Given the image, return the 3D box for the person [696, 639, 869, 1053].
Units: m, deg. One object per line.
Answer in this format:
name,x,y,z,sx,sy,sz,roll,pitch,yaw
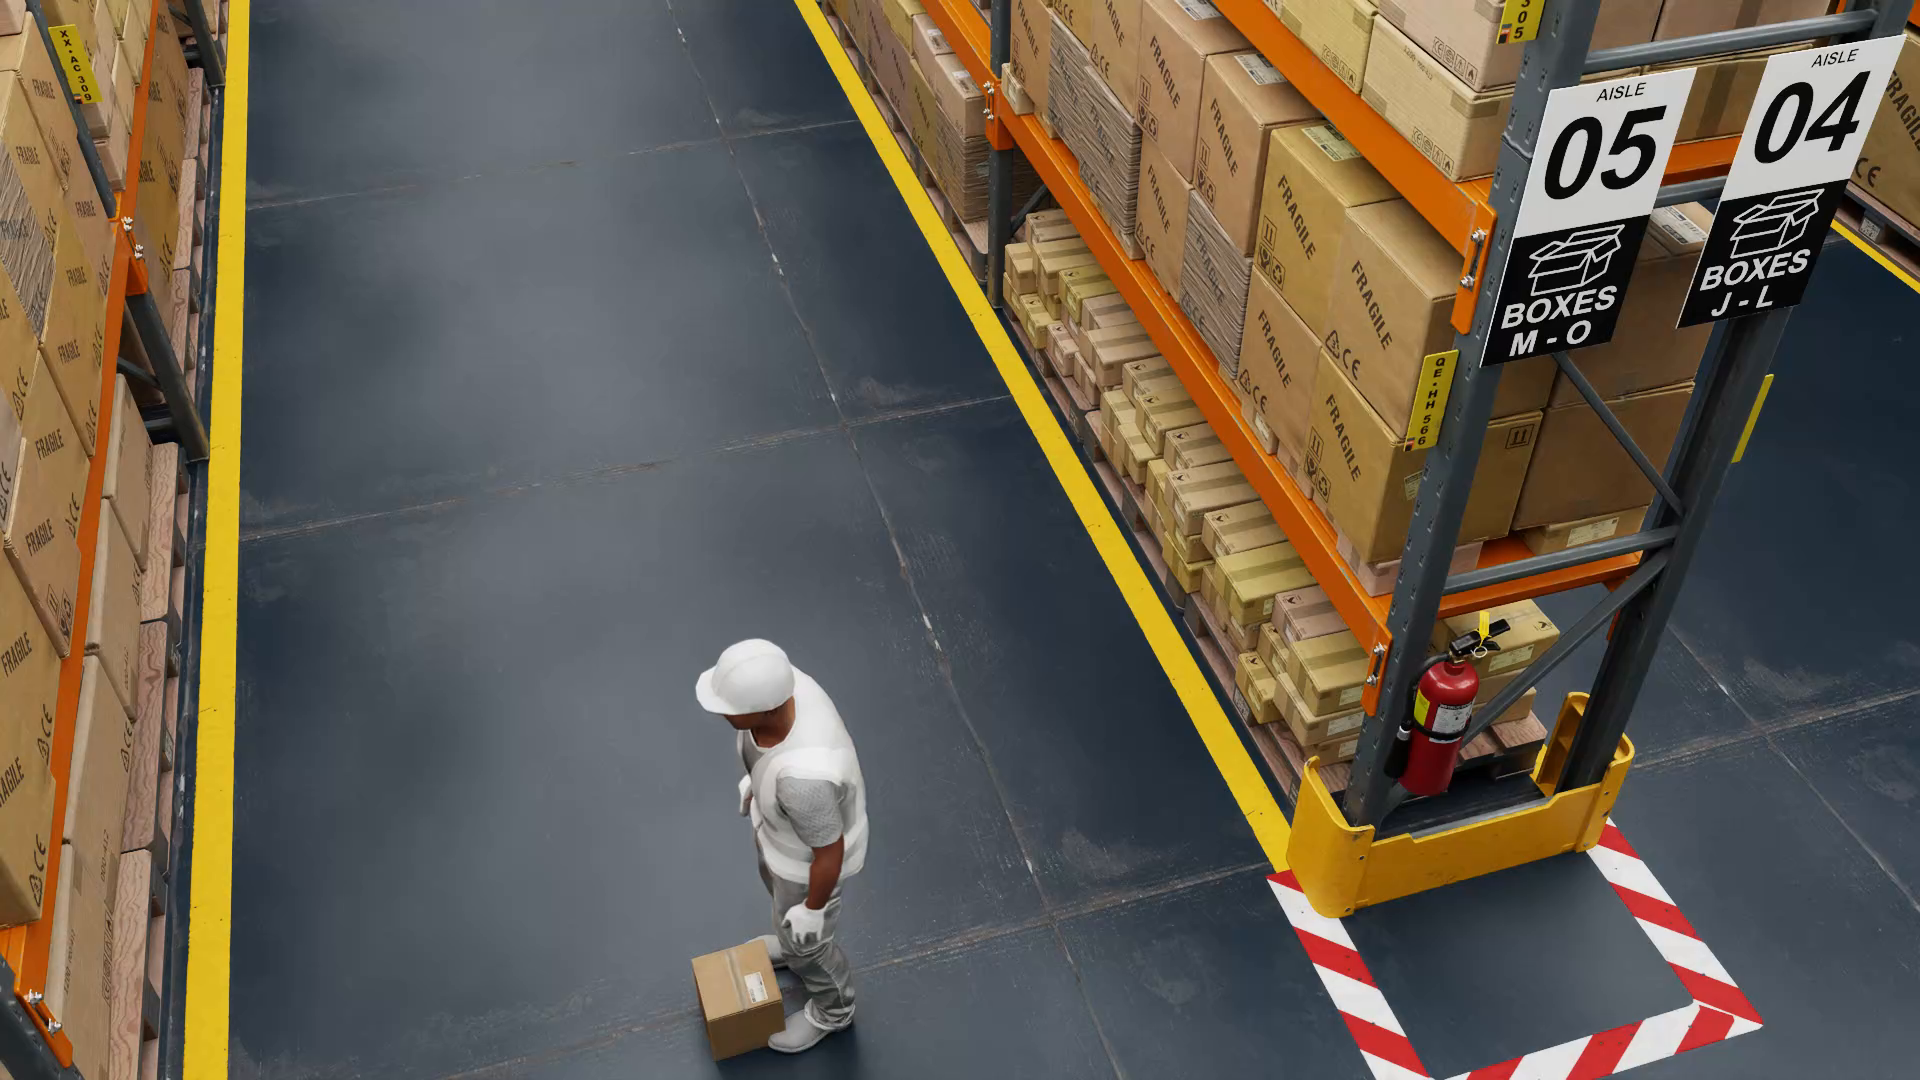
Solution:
person,-0.518,0.928,5.114,0.443,1.776,0.630,-14,44,-15
